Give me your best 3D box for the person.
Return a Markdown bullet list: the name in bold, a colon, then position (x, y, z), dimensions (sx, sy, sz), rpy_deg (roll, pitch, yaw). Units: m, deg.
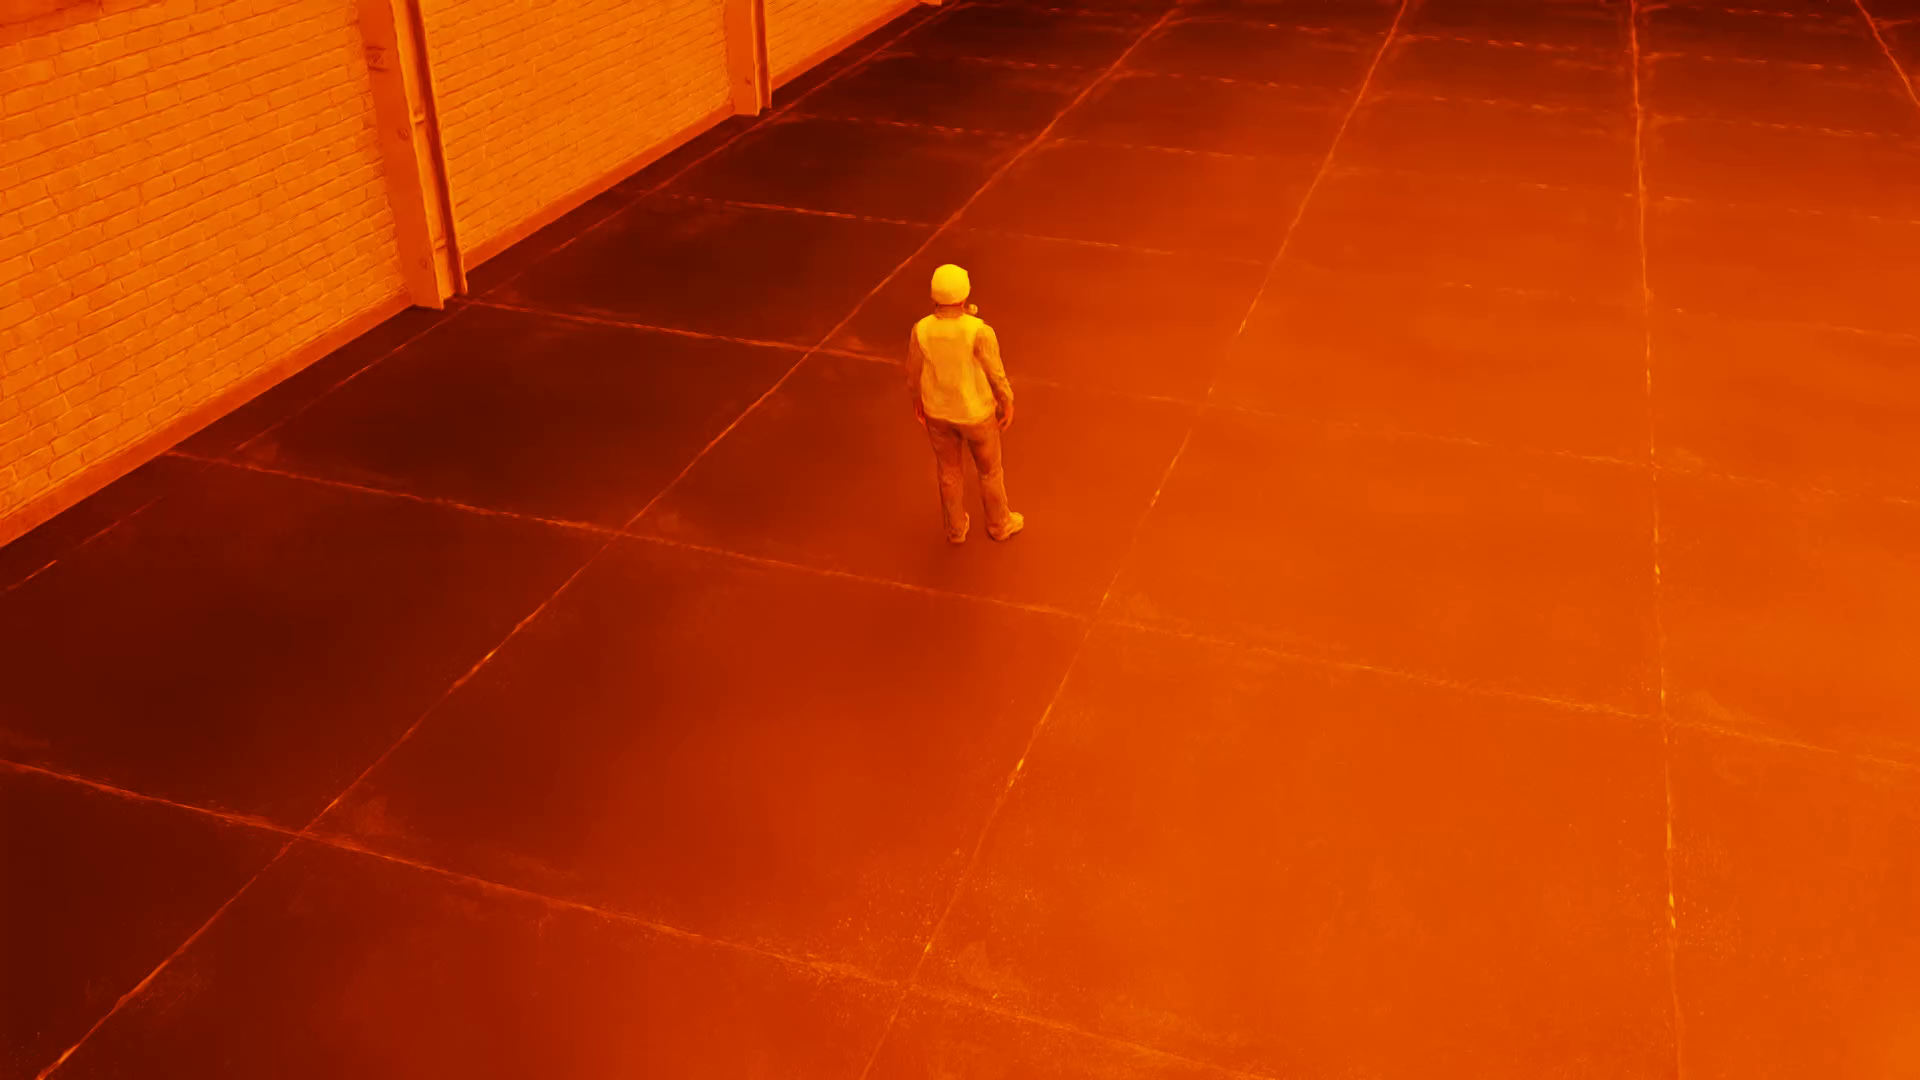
- **person**: position (0.028, -0.805, 9.702), dimensions (0.632, 1.773, 0.567), rpy_deg (10, 31, 16)
